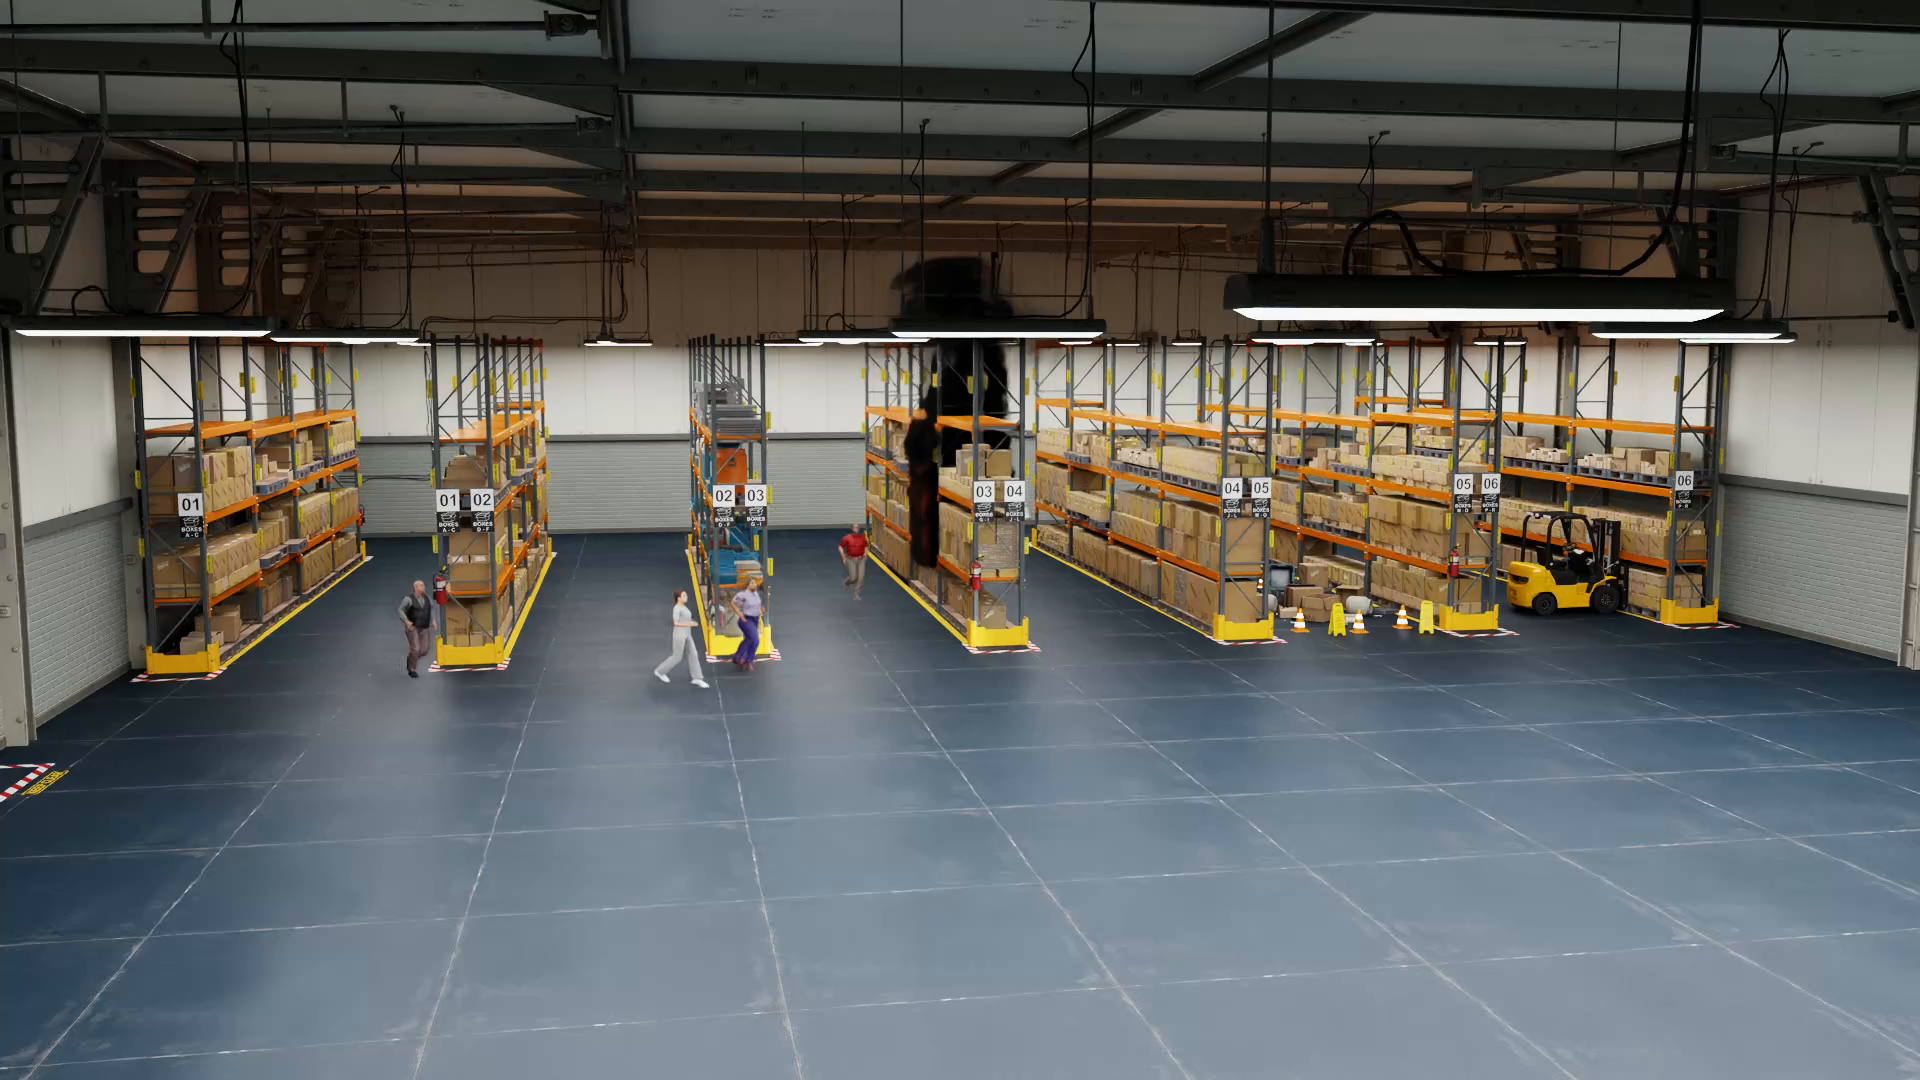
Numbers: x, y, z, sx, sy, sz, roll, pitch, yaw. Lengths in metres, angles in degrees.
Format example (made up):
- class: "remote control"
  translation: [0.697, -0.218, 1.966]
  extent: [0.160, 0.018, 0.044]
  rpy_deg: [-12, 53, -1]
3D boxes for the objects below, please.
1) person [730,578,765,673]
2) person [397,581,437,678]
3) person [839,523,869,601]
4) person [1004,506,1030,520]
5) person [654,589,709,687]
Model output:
- class: "person"
  translation: [-3.795, 1.519, 29.789]
  extent: [0.669, 1.704, 0.622]
  rpy_deg: [3, 7, 27]
- class: "person"
  translation: [-9.545, 1.553, 29.279]
  extent: [0.536, 1.676, 0.717]
  rpy_deg: [6, 9, 42]
- class: "person"
  translation: [-2.267, 0.472, 36.037]
  extent: [0.667, 1.680, 0.598]
  rpy_deg: [-3, 7, -24]
- class: "person"
  translation: [1.544, -0.290, 44.693]
  extent: [0.688, 1.834, 0.807]
  rpy_deg: [-2, 7, -17]
- class: "person"
  translation: [-4.735, 1.662, 28.173]
  extent: [0.956, 1.680, 0.566]
  rpy_deg: [1, 7, 12]
